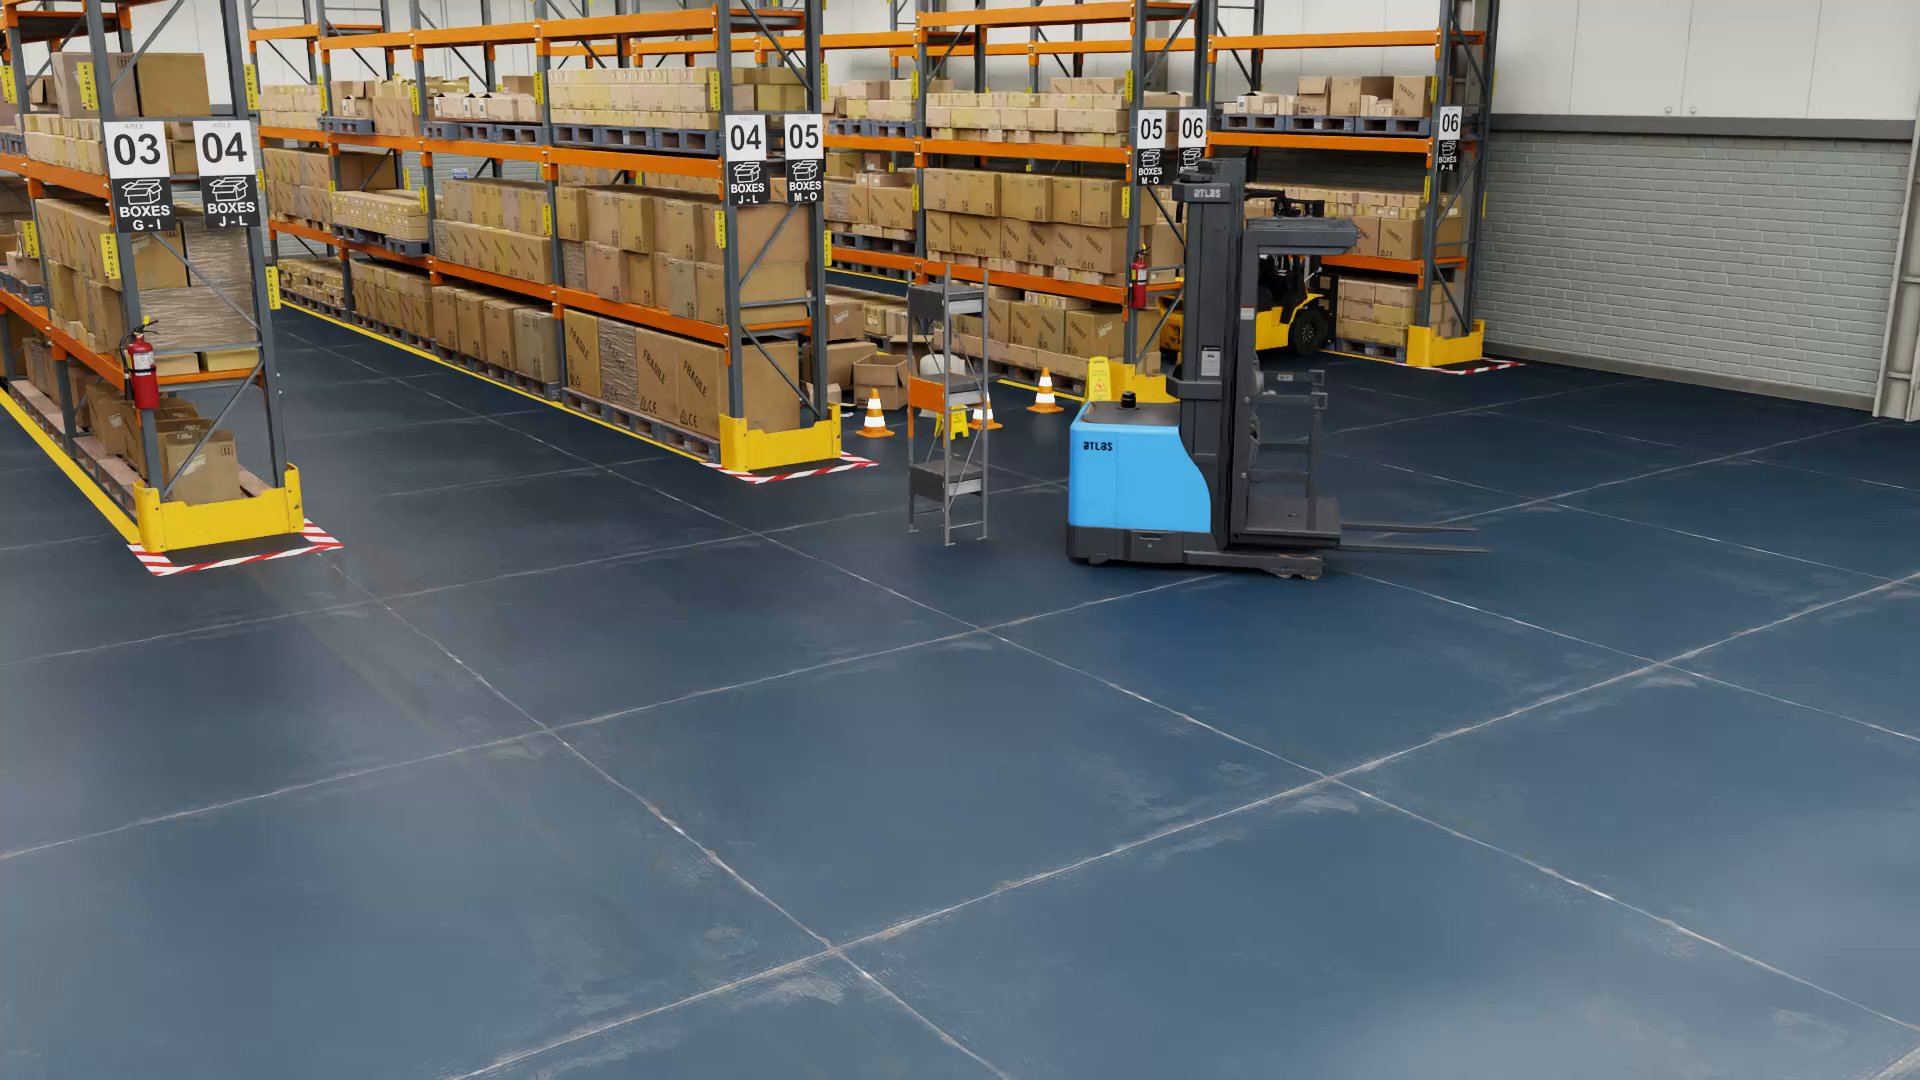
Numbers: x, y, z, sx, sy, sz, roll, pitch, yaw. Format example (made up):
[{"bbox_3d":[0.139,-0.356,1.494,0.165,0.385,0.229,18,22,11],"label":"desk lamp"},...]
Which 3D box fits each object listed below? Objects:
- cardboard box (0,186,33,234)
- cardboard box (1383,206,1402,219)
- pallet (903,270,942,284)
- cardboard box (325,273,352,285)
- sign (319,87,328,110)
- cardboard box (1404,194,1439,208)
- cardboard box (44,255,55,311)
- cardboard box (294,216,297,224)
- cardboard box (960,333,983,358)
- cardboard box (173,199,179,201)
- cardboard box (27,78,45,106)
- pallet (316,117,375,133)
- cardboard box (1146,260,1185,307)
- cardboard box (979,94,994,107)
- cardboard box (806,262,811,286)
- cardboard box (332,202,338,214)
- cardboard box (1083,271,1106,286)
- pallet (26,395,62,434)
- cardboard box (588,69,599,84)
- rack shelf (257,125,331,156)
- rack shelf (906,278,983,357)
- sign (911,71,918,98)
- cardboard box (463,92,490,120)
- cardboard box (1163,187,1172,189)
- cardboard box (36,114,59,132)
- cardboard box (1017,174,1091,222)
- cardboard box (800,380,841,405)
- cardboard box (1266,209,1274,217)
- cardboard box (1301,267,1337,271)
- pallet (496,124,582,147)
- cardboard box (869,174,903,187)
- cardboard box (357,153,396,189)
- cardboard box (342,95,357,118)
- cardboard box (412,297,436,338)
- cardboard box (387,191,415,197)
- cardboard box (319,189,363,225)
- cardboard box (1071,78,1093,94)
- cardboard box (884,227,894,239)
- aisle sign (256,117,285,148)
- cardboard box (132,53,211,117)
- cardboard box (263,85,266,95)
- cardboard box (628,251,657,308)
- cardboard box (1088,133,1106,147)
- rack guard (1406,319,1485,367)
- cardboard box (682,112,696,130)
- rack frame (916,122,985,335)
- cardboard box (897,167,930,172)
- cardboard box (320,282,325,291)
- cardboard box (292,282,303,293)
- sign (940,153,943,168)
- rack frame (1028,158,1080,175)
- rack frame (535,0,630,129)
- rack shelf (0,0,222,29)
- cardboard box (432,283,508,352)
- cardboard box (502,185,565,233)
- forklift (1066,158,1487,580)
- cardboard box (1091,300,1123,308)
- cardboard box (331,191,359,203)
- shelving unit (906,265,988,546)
[{"bbox_3d":[-10.898,-3.852,19.379,0.797,0.503,0.637,-10,18,-33],"label":"cardboard box"},{"bbox_3d":[5.647,-4.204,21.337,0.380,0.149,0.250,-11,18,-34],"label":"cardboard box"},{"bbox_3d":[-0.295,-4.812,30.259,1.003,0.211,1.213,-11,19,-35],"label":"pallet"},{"bbox_3d":[-9.516,-4.014,25.539,0.380,0.149,0.250,-11,19,-35],"label":"cardboard box"},{"bbox_3d":[-9.196,-6.374,24.022,0.100,0.325,0.005,-11,19,-35],"label":"sign"},{"bbox_3d":[5.871,-4.311,21.163,0.380,0.149,0.250,-11,19,-34],"label":"cardboard box"},{"bbox_3d":[-7.915,-2.393,15.386,0.875,0.500,0.500,-11,19,-35],"label":"cardboard box"},{"bbox_3d":[-10.487,-5.167,26.750,0.380,0.149,0.250,-11,19,-35],"label":"cardboard box"},{"bbox_3d":[0.338,-2.442,20.729,0.500,0.250,0.500,-10,18,-31],"label":"cardboard box"},{"bbox_3d":[-7.347,-2.821,15.056,0.500,0.500,0.500,-11,19,-35],"label":"cardboard box"},{"bbox_3d":[-8.880,-4.323,16.517,0.797,0.503,0.637,-10,18,-32],"label":"cardboard box"},{"bbox_3d":[-8.485,-5.972,23.887,1.213,0.211,1.003,-11,19,-35],"label":"pallet"},{"bbox_3d":[3.134,-3.951,25.531,0.875,0.625,0.625,-11,19,-35],"label":"cardboard box"},{"bbox_3d":[0.452,-5.224,19.763,0.380,0.149,0.250,-12,19,-36],"label":"cardboard box"},{"bbox_3d":[-2.804,-4.038,25.376,0.875,0.875,0.875,-11,19,-35],"label":"cardboard box"},{"bbox_3d":[-8.902,-4.833,24.170,0.380,0.149,0.250,-11,18,-34],"label":"cardboard box"},{"bbox_3d":[1.607,-2.954,18.662,0.380,0.149,0.250,-11,19,-35],"label":"cardboard box"},{"bbox_3d":[-9.310,-1.389,17.752,1.003,0.211,1.213,-11,19,-35],"label":"pallet"},{"bbox_3d":[-3.518,-4.669,16.751,0.380,0.149,0.250,-11,19,-34],"label":"cardboard box"},{"bbox_3d":[-9.937,-6.291,26.059,1.077,0.370,4.000,-11,19,-35],"label":"rack shelf"},{"bbox_3d":[-0.097,-1.710,12.747,0.431,0.518,0.480,-11,19,-35],"label":"rack shelf"},{"bbox_3d":[-0.560,-5.645,20.611,0.100,0.325,0.005,-11,19,-35],"label":"sign"},{"bbox_3d":[-5.565,-5.159,19.745,0.500,0.311,0.500,-11,19,-36],"label":"cardboard box"},{"bbox_3d":[3.312,-5.314,25.390,0.380,0.149,0.250,-11,19,-35],"label":"cardboard box"},{"bbox_3d":[-7.976,-3.711,14.798,0.380,0.149,0.250,-12,19,-37],"label":"cardboard box"},{"bbox_3d":[1.087,-3.943,19.153,0.700,0.500,0.500,-11,19,-35],"label":"cardboard box"},{"bbox_3d":[-1.557,-1.656,18.623,0.396,0.266,0.258,-7,17,-25],"label":"cardboard box"},{"bbox_3d":[4.568,-4.313,22.964,0.500,0.500,0.500,-11,19,-35],"label":"cardboard box"},{"bbox_3d":[4.942,-3.684,23.375,0.500,0.250,0.500,-11,19,-34],"label":"cardboard box"},{"bbox_3d":[-4.637,-4.598,18.875,0.805,0.209,1.217,-12,19,-37],"label":"pallet"},{"bbox_3d":[-0.983,-4.761,22.013,0.380,0.149,0.250,-12,19,-36],"label":"cardboard box"},{"bbox_3d":[-8.830,-5.572,25.106,0.500,0.500,0.500,-10,18,-33],"label":"cardboard box"},{"bbox_3d":[-8.414,-6.150,23.555,0.500,0.311,0.500,-11,19,-35],"label":"cardboard box"},{"bbox_3d":[-7.008,-3.007,22.319,0.500,0.500,0.500,-11,19,-35],"label":"cardboard box"},{"bbox_3d":[-8.059,-4.964,24.085,0.380,0.149,0.250,-12,19,-36],"label":"cardboard box"},{"bbox_3d":[-9.274,-5.015,24.965,0.500,0.500,0.500,-11,19,-34],"label":"cardboard box"},{"bbox_3d":[2.154,-6.932,25.865,0.700,0.500,0.500,-11,19,-36],"label":"cardboard box"},{"bbox_3d":[-0.780,-4.053,21.883,0.380,0.149,0.250,-12,19,-36],"label":"cardboard box"},{"bbox_3d":[-11.399,-6.841,27.464,0.394,0.787,0.004,-11,19,-35],"label":"aisle sign"},{"bbox_3d":[-6.432,-3.692,13.501,0.500,0.500,0.500,-11,19,-35],"label":"cardboard box"},{"bbox_3d":[-11.107,-7.321,27.044,0.380,0.149,0.250,-11,19,-35],"label":"cardboard box"},{"bbox_3d":[-2.874,-2.706,16.997,0.875,0.550,0.500,-11,19,-35],"label":"cardboard box"},{"bbox_3d":[1.630,-4.398,18.256,0.380,0.149,0.250,-11,19,-34],"label":"cardboard box"},{"bbox_3d":[6.266,-2.552,21.453,1.175,0.500,0.348,-11,19,-35],"label":"rack guard"},{"bbox_3d":[-2.323,-3.850,15.270,0.380,0.149,0.250,-11,19,-34],"label":"cardboard box"},{"bbox_3d":[-0.113,-3.846,21.445,1.000,3.000,0.127,-11,19,-35],"label":"rack frame"},{"bbox_3d":[-0.701,-6.438,29.931,0.700,0.500,0.500,-10,18,-33],"label":"cardboard box"},{"bbox_3d":[-9.779,-3.983,25.989,0.380,0.149,0.250,-10,18,-33],"label":"cardboard box"},{"bbox_3d":[-10.631,-4.117,27.042,0.380,0.149,0.250,-11,19,-34],"label":"cardboard box"},{"bbox_3d":[-0.357,-6.970,30.669,0.100,0.325,0.005,-11,19,-35],"label":"sign"},{"bbox_3d":[1.548,-5.471,27.383,1.000,3.000,0.127,-11,19,-35],"label":"rack frame"},{"bbox_3d":[-4.058,-5.949,17.766,1.000,3.000,0.127,-11,19,-35],"label":"rack frame"},{"bbox_3d":[-6.953,-4.425,13.567,1.077,0.370,4.000,-11,19,-35],"label":"rack shelf"},{"bbox_3d":[-6.124,-2.883,21.395,1.050,0.750,0.750,-11,19,-35],"label":"cardboard box"},{"bbox_3d":[-4.955,-3.909,19.592,0.700,0.500,0.500,-11,19,-34],"label":"cardboard box"},{"bbox_3d":[2.360,-1.280,12.200,3.031,2.935,1.130,3,16,10],"label":"forklift"},{"bbox_3d":[1.663,-2.561,19.742,0.500,0.500,0.500,-12,19,-37],"label":"cardboard box"},{"bbox_3d":[-8.902,-4.977,24.131,0.380,0.149,0.250,-10,18,-32],"label":"cardboard box"},{"bbox_3d":[-0.097,-1.048,12.928,0.431,2.100,0.503,-11,19,-35],"label":"shelving unit"}]
